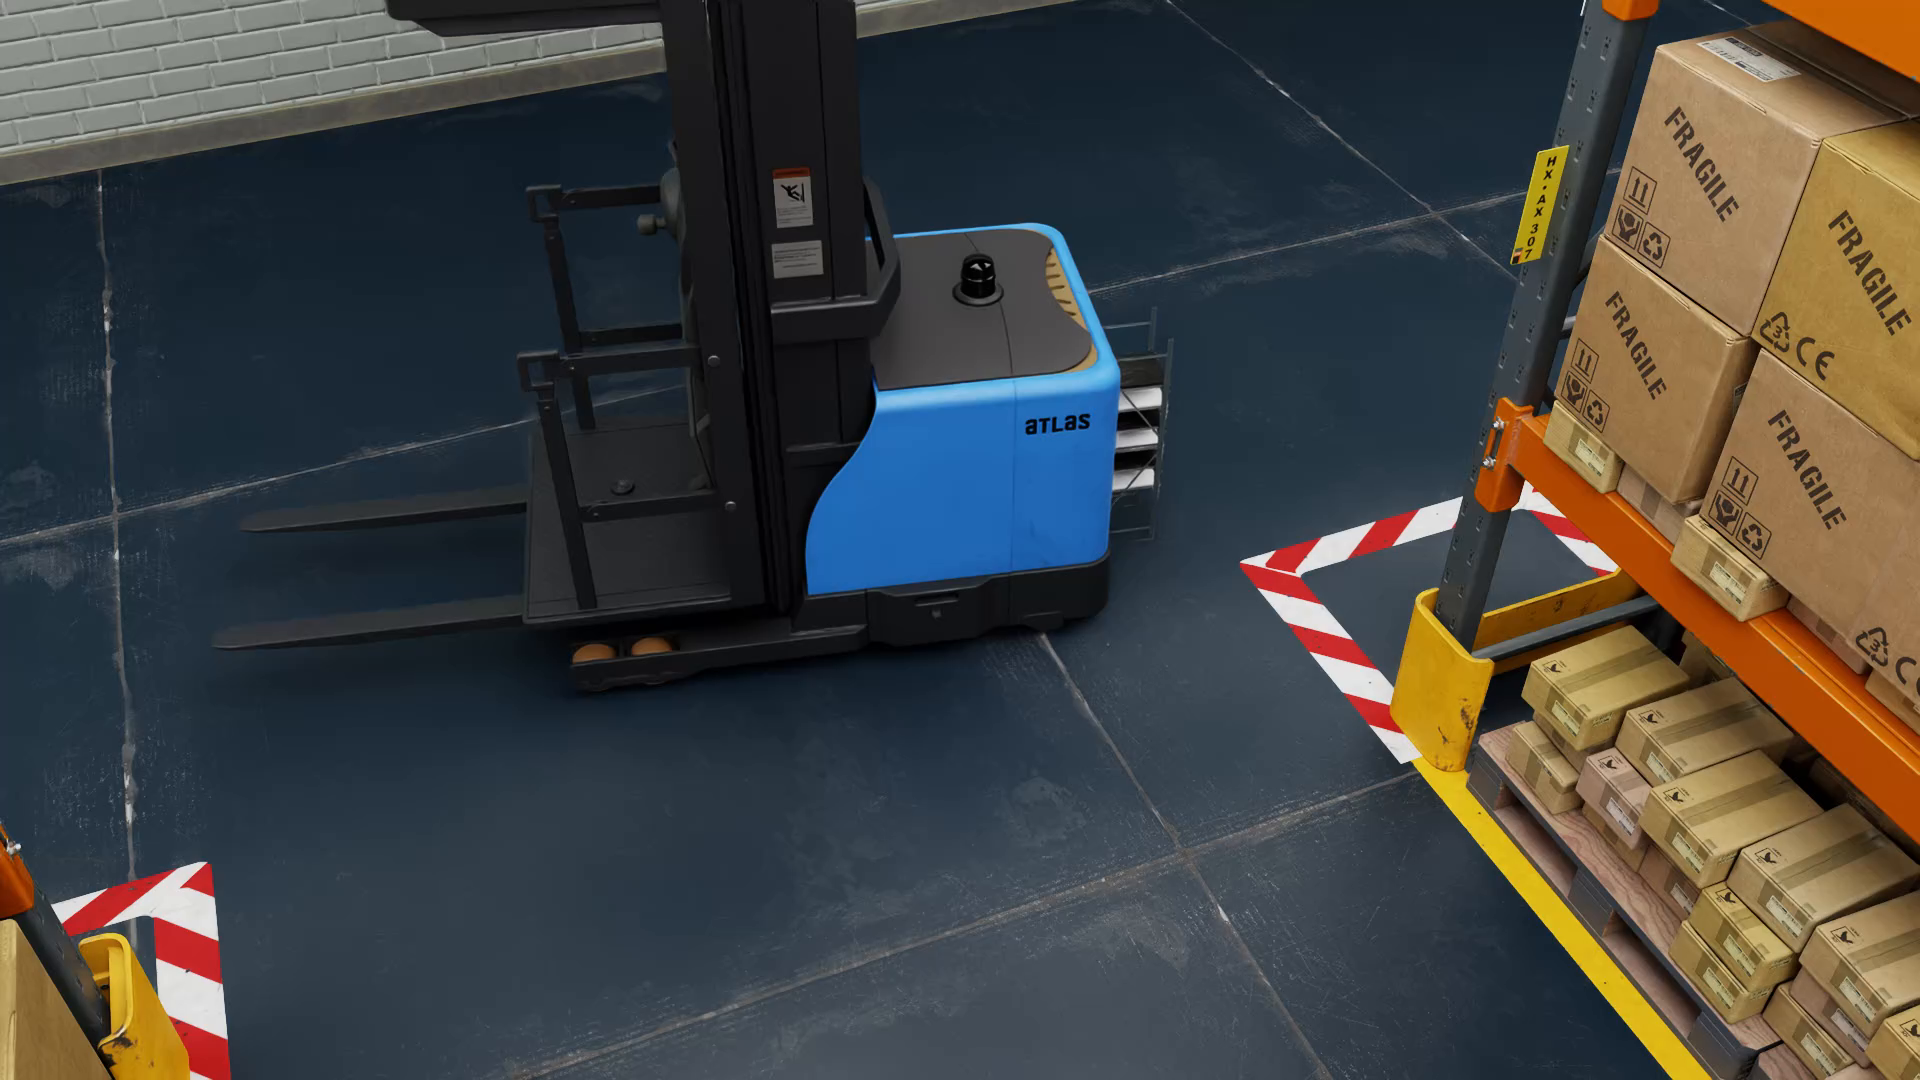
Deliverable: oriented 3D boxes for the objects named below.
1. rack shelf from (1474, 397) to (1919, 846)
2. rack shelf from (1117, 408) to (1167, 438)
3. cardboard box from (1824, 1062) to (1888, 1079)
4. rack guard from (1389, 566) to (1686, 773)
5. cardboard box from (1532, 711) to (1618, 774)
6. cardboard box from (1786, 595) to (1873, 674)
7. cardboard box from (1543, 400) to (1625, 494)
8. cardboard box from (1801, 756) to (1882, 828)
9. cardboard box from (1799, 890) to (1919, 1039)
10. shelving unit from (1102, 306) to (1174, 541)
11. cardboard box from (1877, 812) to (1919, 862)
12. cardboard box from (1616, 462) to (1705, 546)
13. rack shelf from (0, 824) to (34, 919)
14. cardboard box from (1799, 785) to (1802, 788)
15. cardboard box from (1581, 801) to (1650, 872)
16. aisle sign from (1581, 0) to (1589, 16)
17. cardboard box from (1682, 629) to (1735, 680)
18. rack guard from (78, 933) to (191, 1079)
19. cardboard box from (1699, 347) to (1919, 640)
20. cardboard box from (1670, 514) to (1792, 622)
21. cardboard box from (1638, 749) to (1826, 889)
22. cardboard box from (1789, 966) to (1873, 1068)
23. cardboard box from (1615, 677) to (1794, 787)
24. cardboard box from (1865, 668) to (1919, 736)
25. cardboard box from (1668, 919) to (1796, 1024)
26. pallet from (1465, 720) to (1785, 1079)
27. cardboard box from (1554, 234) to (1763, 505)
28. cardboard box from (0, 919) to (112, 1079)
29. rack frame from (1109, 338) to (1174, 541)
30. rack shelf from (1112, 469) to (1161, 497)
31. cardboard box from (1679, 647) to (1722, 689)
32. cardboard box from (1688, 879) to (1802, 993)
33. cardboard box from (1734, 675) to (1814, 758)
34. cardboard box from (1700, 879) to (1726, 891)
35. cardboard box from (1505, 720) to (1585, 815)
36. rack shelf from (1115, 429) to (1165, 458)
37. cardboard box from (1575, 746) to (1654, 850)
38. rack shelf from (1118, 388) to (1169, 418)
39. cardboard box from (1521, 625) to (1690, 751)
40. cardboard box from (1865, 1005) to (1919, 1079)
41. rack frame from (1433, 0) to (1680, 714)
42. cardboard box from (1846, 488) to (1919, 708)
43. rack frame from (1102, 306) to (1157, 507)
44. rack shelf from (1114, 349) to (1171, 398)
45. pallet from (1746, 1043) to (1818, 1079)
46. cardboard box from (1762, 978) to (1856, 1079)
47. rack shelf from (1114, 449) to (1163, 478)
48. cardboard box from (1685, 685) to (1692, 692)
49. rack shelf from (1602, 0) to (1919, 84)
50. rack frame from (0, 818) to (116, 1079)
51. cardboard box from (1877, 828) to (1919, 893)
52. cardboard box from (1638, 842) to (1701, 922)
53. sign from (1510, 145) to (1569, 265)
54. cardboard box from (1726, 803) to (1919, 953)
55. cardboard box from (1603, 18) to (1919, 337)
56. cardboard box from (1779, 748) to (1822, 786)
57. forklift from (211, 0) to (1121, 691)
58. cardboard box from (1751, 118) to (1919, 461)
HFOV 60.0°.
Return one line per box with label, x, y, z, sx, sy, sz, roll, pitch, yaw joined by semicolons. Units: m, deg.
rack shelf;2.762;0.810;3.559;1.077;0.370;4.000;-15;43;-17
rack shelf;0.591;-0.438;5.982;0.258;0.077;0.200;-7;41;-8
cardboard box;2.376;1.418;4.165;0.380;0.149;0.250;-17;44;-19
rack guard;2.026;0.326;5.487;1.175;0.500;0.348;-15;43;-17
cardboard box;1.960;0.521;4.980;0.380;0.149;0.250;-13;42;-15
cardboard box;2.233;0.145;3.973;0.380;0.149;0.250;-13;42;-15
cardboard box;1.818;-0.295;4.485;0.380;0.149;0.250;-15;43;-17
cardboard box;2.663;0.701;4.771;0.380;0.149;0.250;-17;43;-19
cardboard box;2.347;1.047;4.140;0.380;0.149;0.250;-14;43;-15
shelving unit;0.591;-0.395;6.019;0.258;0.900;0.210;-7;41;-8
cardboard box;2.733;0.746;4.490;0.380;0.149;0.250;-17;43;-19
cardboard box;1.953;-0.152;4.319;0.380;0.149;0.250;-14;43;-15
rack shelf;-1.859;1.987;2.191;1.077;0.370;4.000;-15;43;-17
cardboard box;2.583;0.649;5.059;0.380;0.149;0.250;-14;43;-16
cardboard box;2.077;0.787;4.899;0.380;0.149;0.250;-15;43;-17
aisle sign;1.692;-1.622;3.842;0.394;0.787;0.004;-15;43;-17
cardboard box;2.433;0.284;5.027;0.380;0.149;0.250;-15;43;-16
rack guard;-2.634;1.442;4.189;1.175;0.500;0.348;-15;43;-17
cardboard box;2.142;-0.163;3.834;0.500;0.500;0.500;-15;43;-17
cardboard box;2.007;0.023;4.115;0.380;0.149;0.250;-16;43;-18
cardboard box;2.078;0.749;4.487;0.380;0.149;0.250;-15;43;-17
cardboard box;2.375;1.143;4.256;0.380;0.149;0.250;-17;44;-19
cardboard box;2.100;0.565;4.700;0.380;0.149;0.250;-14;43;-16
cardboard box;2.314;0.315;3.776;0.380;0.149;0.250;-16;43;-17
cardboard box;2.175;1.116;4.516;0.380;0.149;0.250;-15;43;-16
pallet;2.304;0.934;5.002;1.003;0.211;1.213;-15;43;-17
cardboard box;1.913;-0.479;4.201;0.500;0.500;0.500;-13;42;-15
cardboard box;-2.306;1.521;3.488;0.875;0.875;0.875;-15;43;-17
rack frame;0.611;-0.330;5.943;0.240;0.900;0.006;-7;41;-8
rack shelf;0.591;-0.233;6.158;0.258;0.077;0.200;-7;41;-8
cardboard box;2.462;0.388;5.134;0.380;0.149;0.250;-16;43;-18
cardboard box;2.186;1.007;4.414;0.380;0.149;0.250;-14;43;-16
cardboard box;2.476;0.450;4.834;0.380;0.149;0.250;-14;43;-16
cardboard box;2.188;0.826;4.626;0.380;0.149;0.250;-15;43;-16
cardboard box;1.901;0.650;5.058;0.380;0.149;0.250;-14;43;-16
rack shelf;0.591;-0.369;6.040;0.258;0.077;0.200;-7;41;-8
cardboard box;2.013;0.700;4.771;0.380;0.149;0.250;-15;43;-17
rack shelf;0.591;-0.506;5.923;0.258;0.077;0.200;-7;41;-8
cardboard box;1.883;0.429;4.859;0.380;0.149;0.250;-17;44;-19
cardboard box;2.405;1.217;3.942;0.380;0.149;0.250;-14;43;-16
rack frame;1.997;-0.667;4.726;1.000;3.000;0.127;-15;43;-17
cardboard box;2.317;0.136;3.487;0.500;0.500;0.500;-15;43;-16
rack frame;0.572;-0.460;6.094;0.240;0.900;0.006;-7;41;-8
rack shelf;0.591;-0.574;5.864;0.258;0.077;0.200;-7;41;-8
pallet;2.767;1.668;4.149;1.003;0.211;1.213;-15;43;-17
cardboard box;2.361;1.246;4.365;0.380;0.149;0.250;-15;43;-17
rack shelf;0.591;-0.301;6.099;0.258;0.077;0.200;-7;41;-8
cardboard box;2.391;0.519;5.210;0.380;0.149;0.250;-14;43;-16
rack shelf;2.762;-0.327;2.581;1.077;0.370;4.000;-15;43;-17
rack frame;-2.621;0.508;3.358;0.949;2.616;0.053;-15;43;-17
cardboard box;2.671;0.888;4.553;0.380;0.149;0.250;-16;43;-17
cardboard box;2.179;0.935;4.727;0.380;0.149;0.250;-15;43;-16
sign;1.495;-0.860;4.286;0.100;0.325;0.005;-15;43;-17
cardboard box;2.249;0.878;4.337;0.380;0.149;0.250;-17;44;-19
cardboard box;1.923;-0.861;3.878;0.500;0.500;0.500;-15;43;-17
cardboard box;2.513;0.559;4.936;0.380;0.149;0.250;-16;43;-18
forklift;-1.040;-0.970;5.129;3.031;2.935;1.130;-6;41;-7
cardboard box;2.122;-0.558;3.527;0.500;0.500;0.500;-14;43;-16
